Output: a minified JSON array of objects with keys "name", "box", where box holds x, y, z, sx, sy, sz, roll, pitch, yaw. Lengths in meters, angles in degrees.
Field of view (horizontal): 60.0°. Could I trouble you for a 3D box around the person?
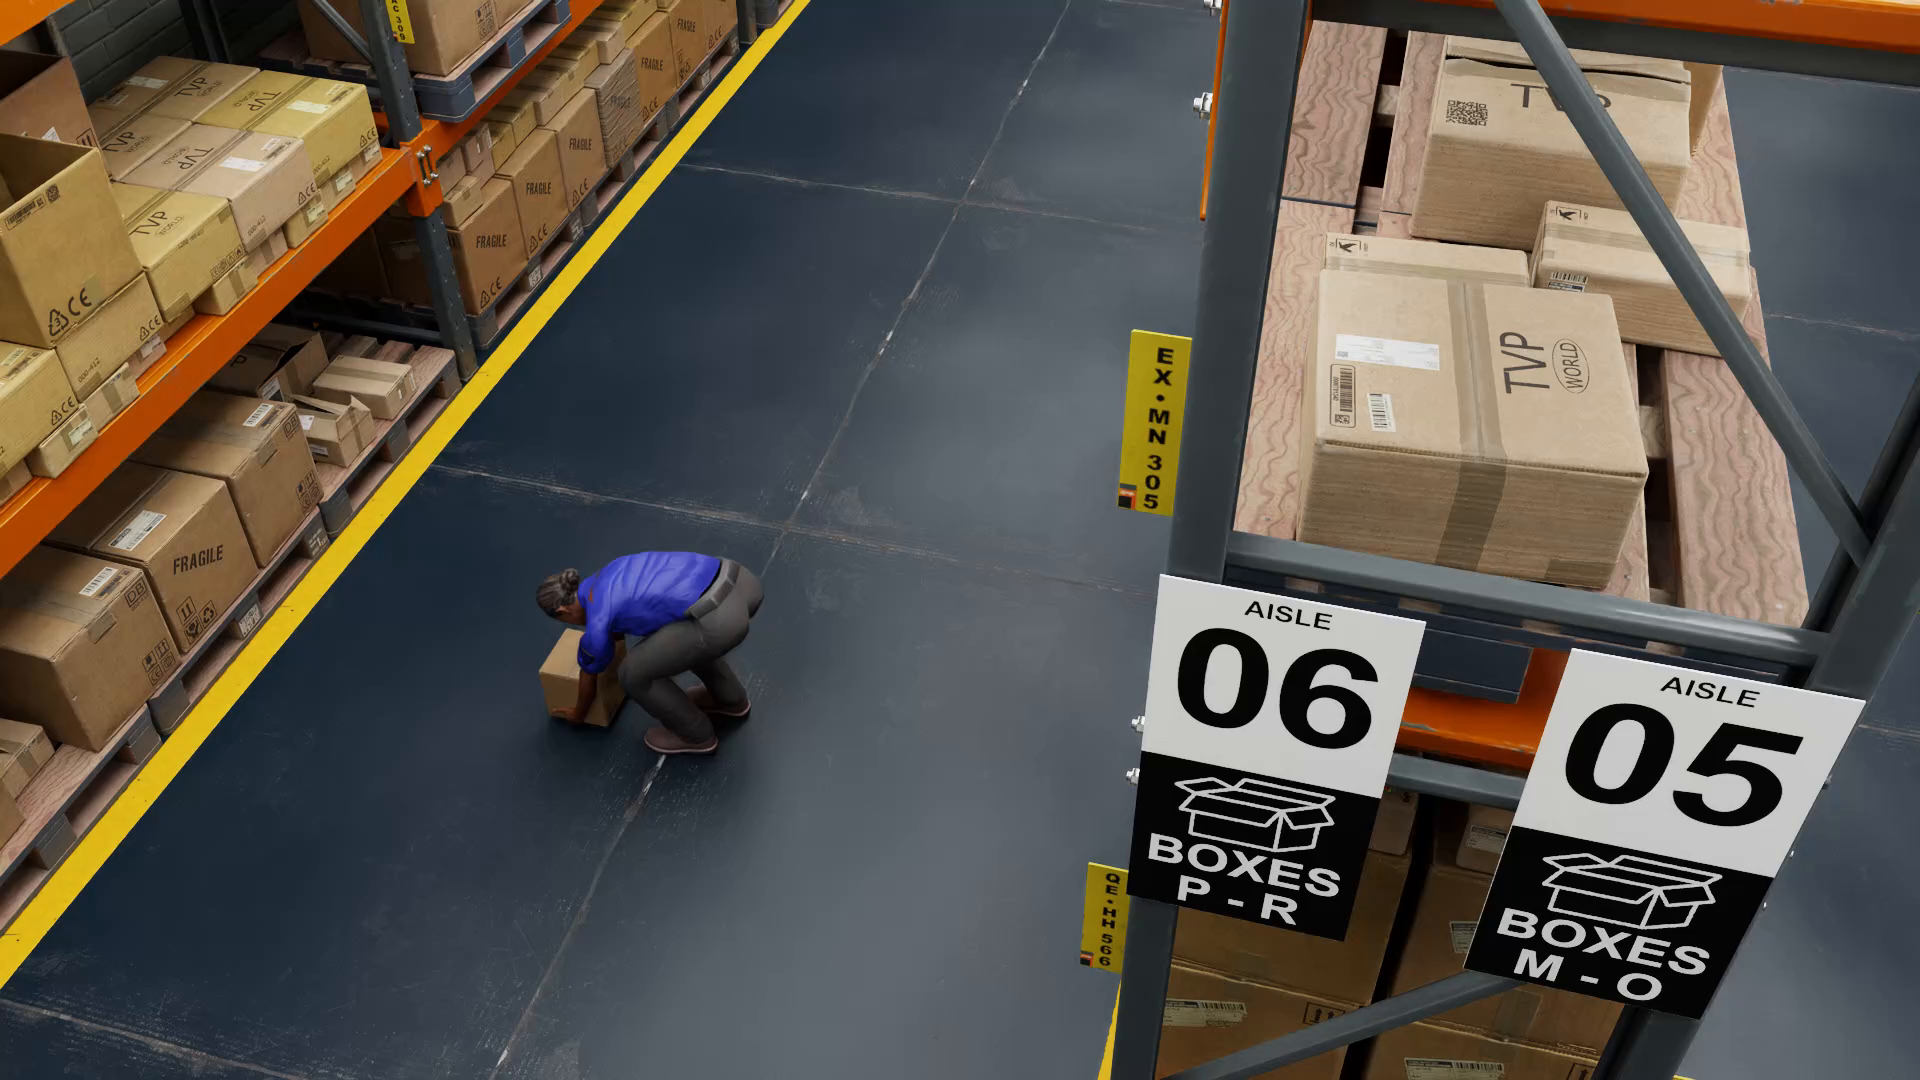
[{"name":"person","box":[-1.165,0.401,6.319,0.866,0.851,0.453,8,42,9]}]
